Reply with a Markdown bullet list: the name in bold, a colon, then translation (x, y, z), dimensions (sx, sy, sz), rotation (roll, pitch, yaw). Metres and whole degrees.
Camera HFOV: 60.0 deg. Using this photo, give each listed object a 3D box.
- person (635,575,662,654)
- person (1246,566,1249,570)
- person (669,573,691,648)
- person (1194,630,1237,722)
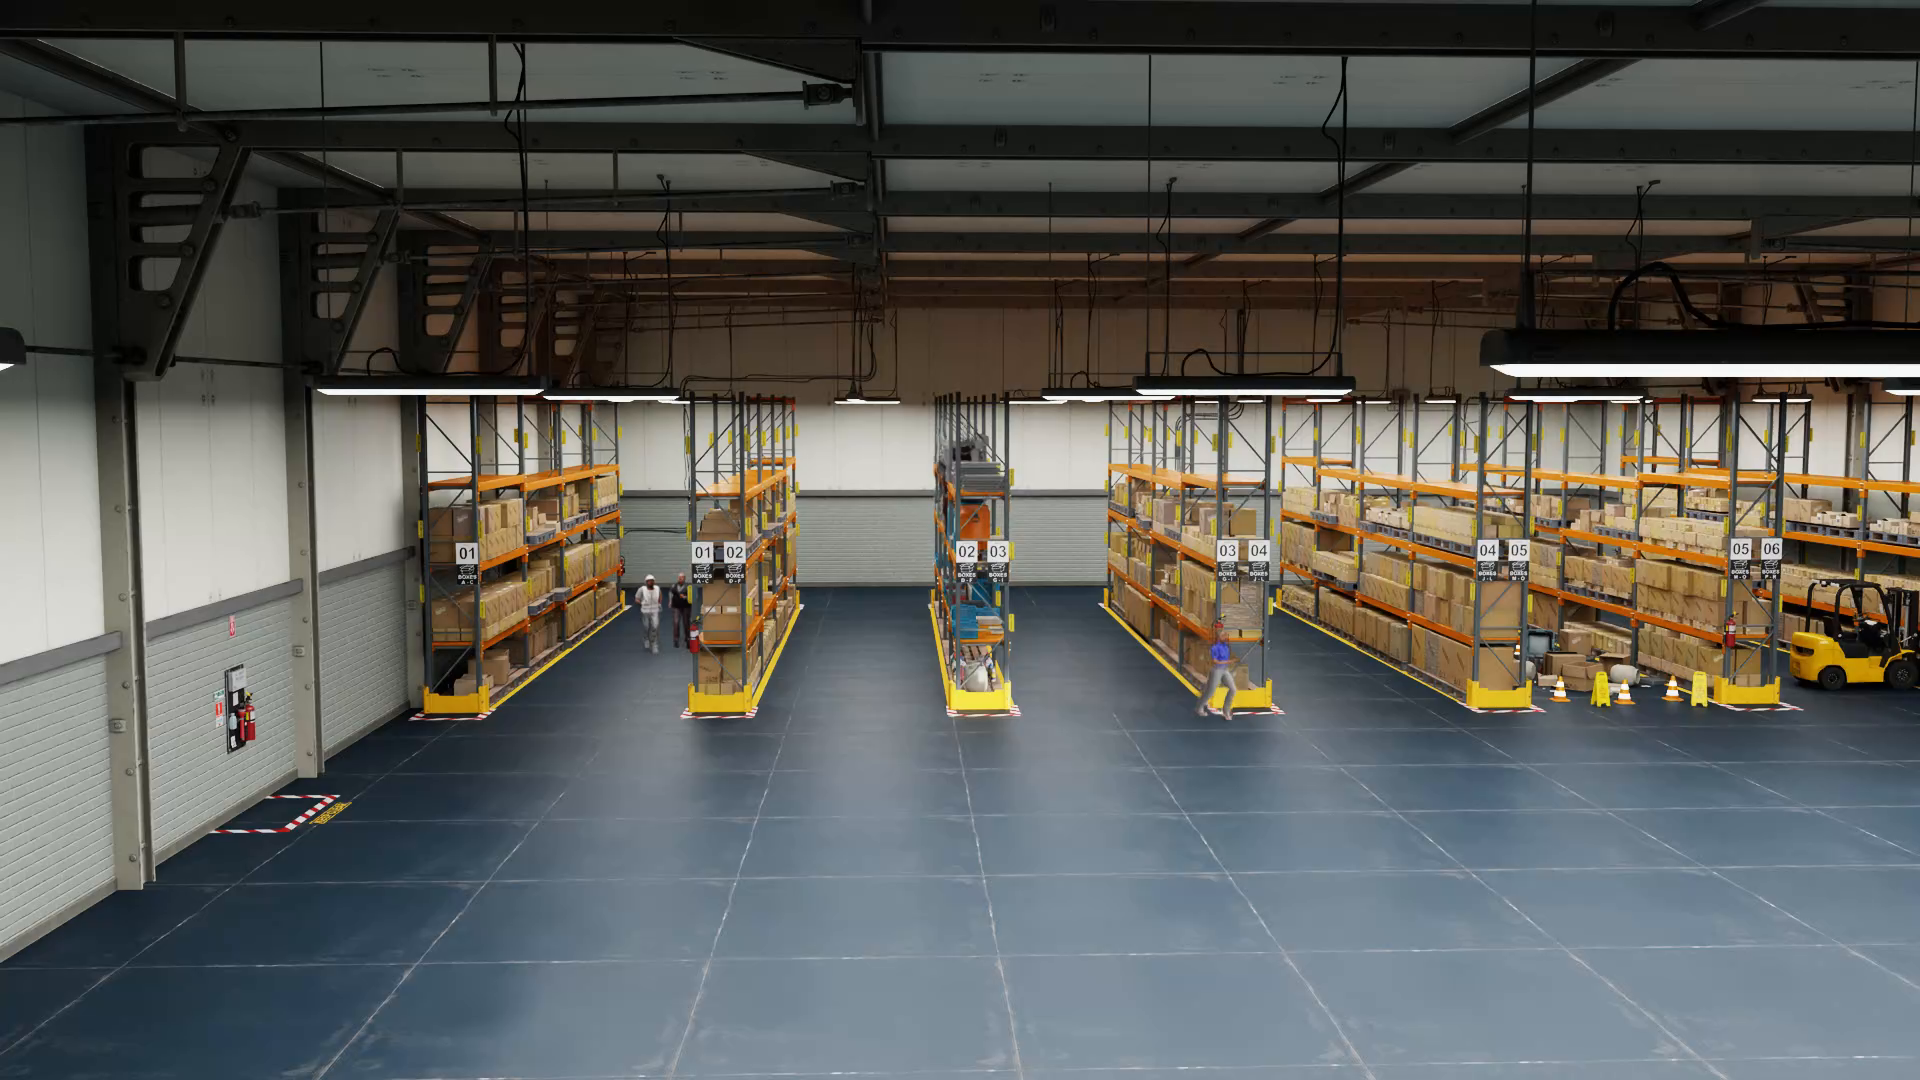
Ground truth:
- **person**: translation (-7.263, 1.713, 38.881), dimensions (0.669, 1.807, 0.892), rotation (-1, 5, -18)
- **person**: translation (8.188, 1.210, 46.136), dimensions (0.580, 1.682, 0.632), rotation (0, 5, 5)
- **person**: translation (-6.654, 1.655, 39.724), dimensions (0.645, 1.734, 0.904), rotation (0, 5, -1)
- **person**: translation (4.731, 2.471, 30.407), dimensions (0.578, 1.694, 0.879), rotation (-4, 6, -41)
